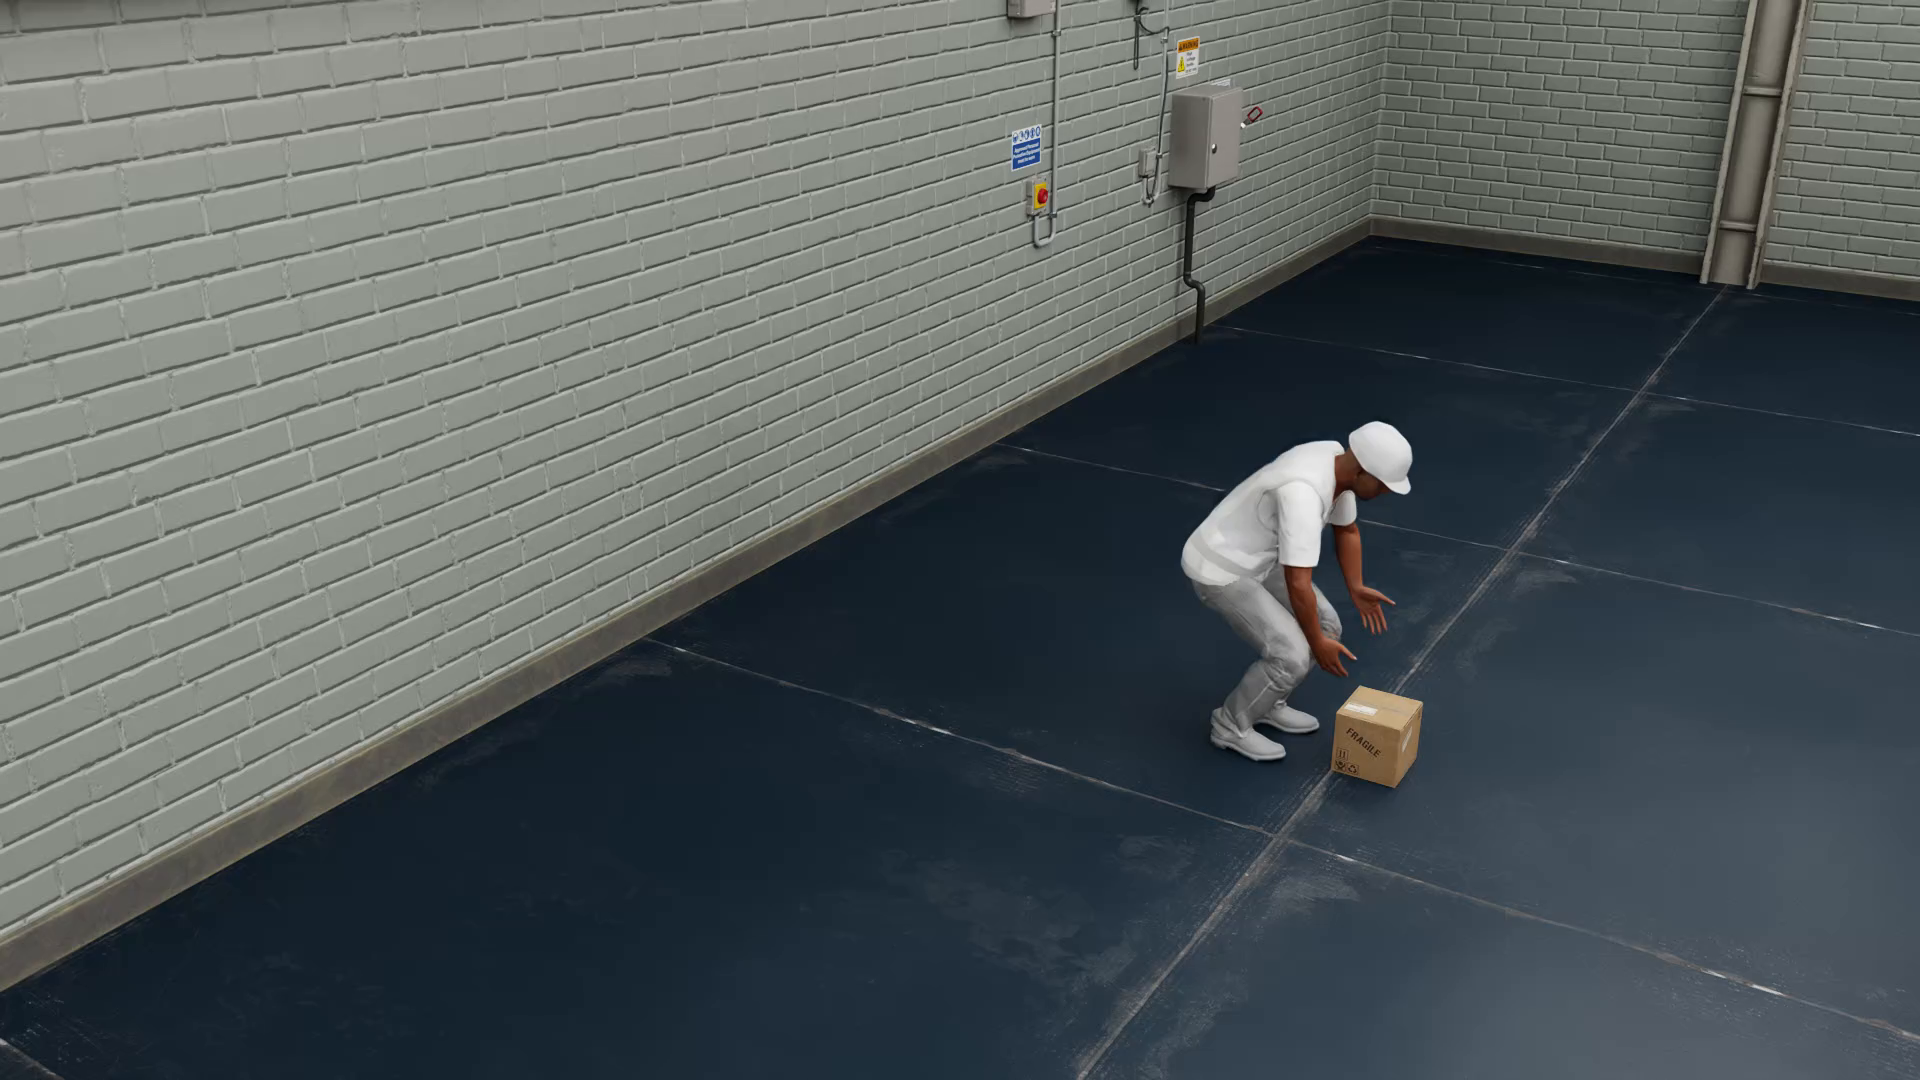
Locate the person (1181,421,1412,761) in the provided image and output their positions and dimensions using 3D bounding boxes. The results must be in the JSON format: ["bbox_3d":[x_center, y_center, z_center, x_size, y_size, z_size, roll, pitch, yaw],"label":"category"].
[{"bbox_3d":[1.251,0.148,6.260,0.792,1.343,0.631,14,27,29],"label":"person"}]
